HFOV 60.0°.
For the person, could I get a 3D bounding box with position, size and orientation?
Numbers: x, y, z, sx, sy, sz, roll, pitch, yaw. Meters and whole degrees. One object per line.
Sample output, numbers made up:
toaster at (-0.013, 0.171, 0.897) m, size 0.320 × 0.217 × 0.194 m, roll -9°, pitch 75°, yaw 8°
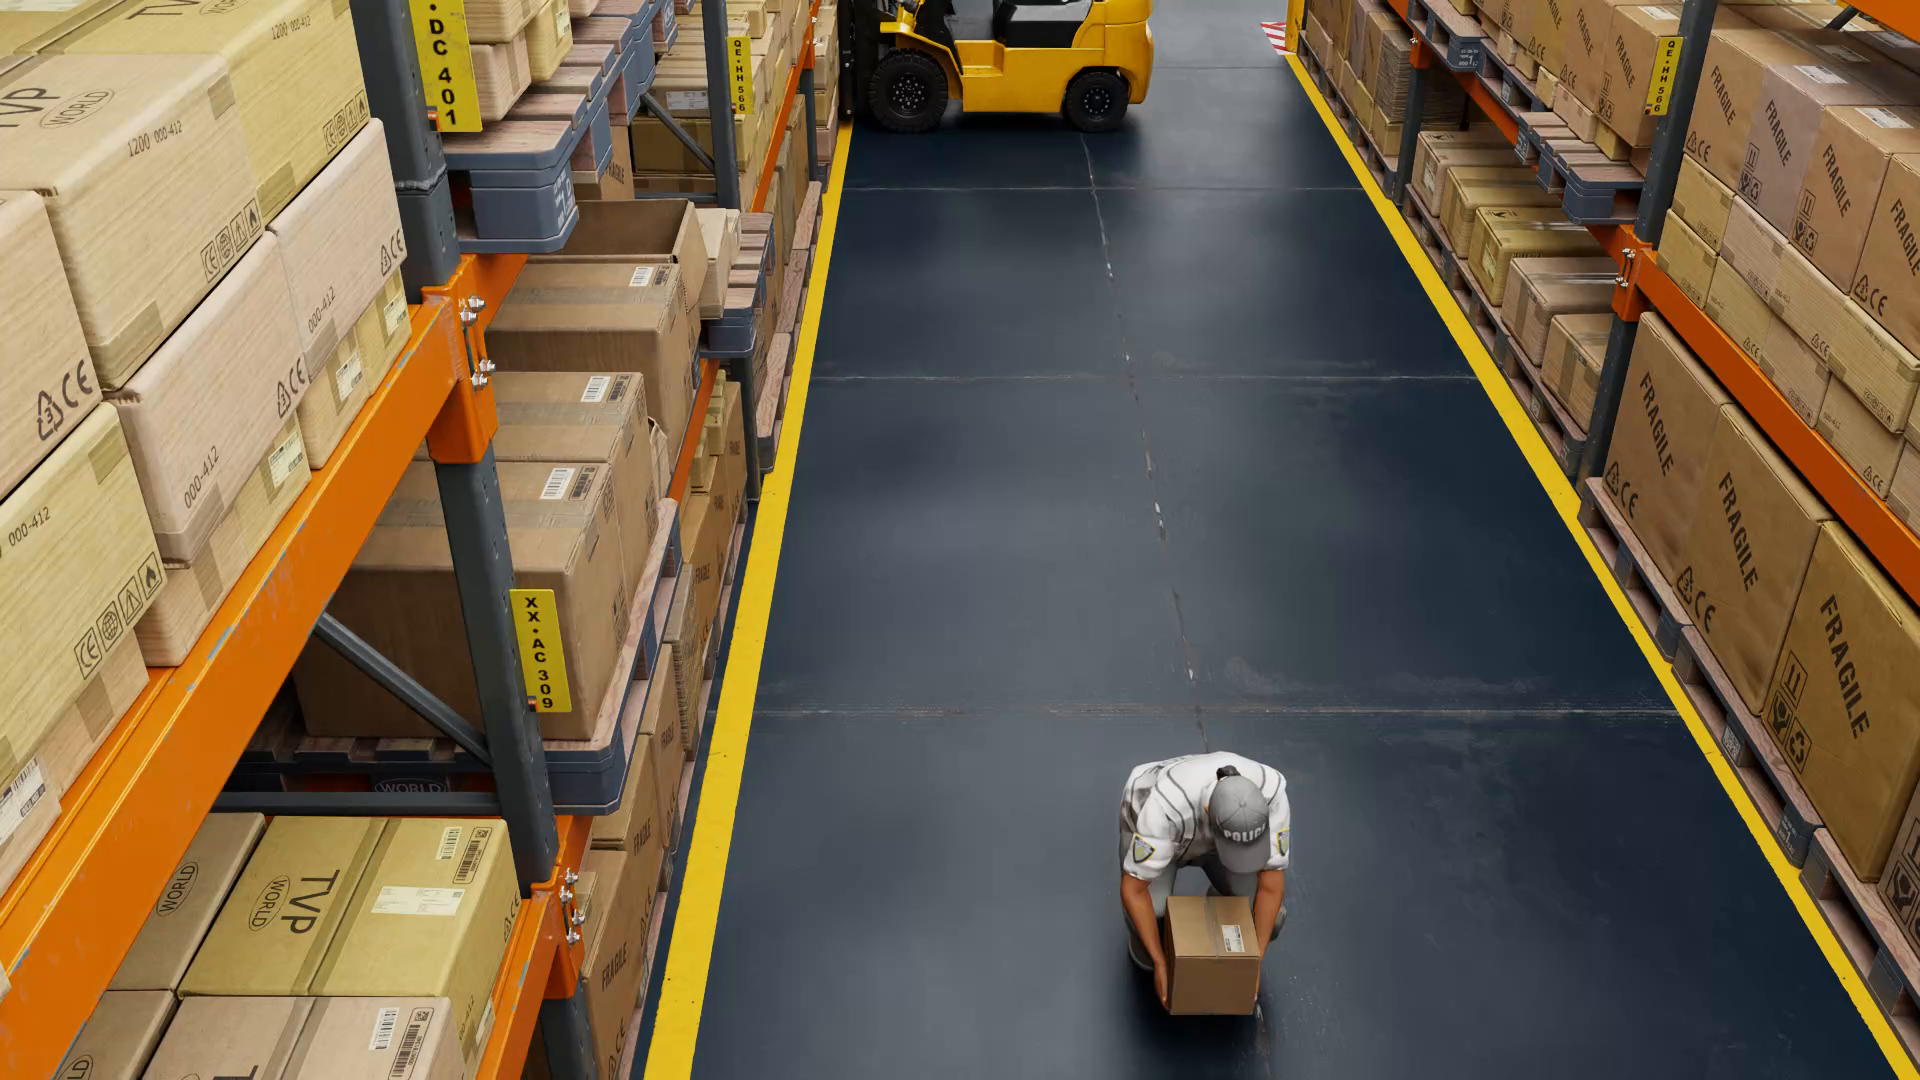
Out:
person at (0.759, 0.972, 5.261) m, size 0.535 × 0.945 × 0.818 m, roll 0°, pitch 32°, yaw -1°
